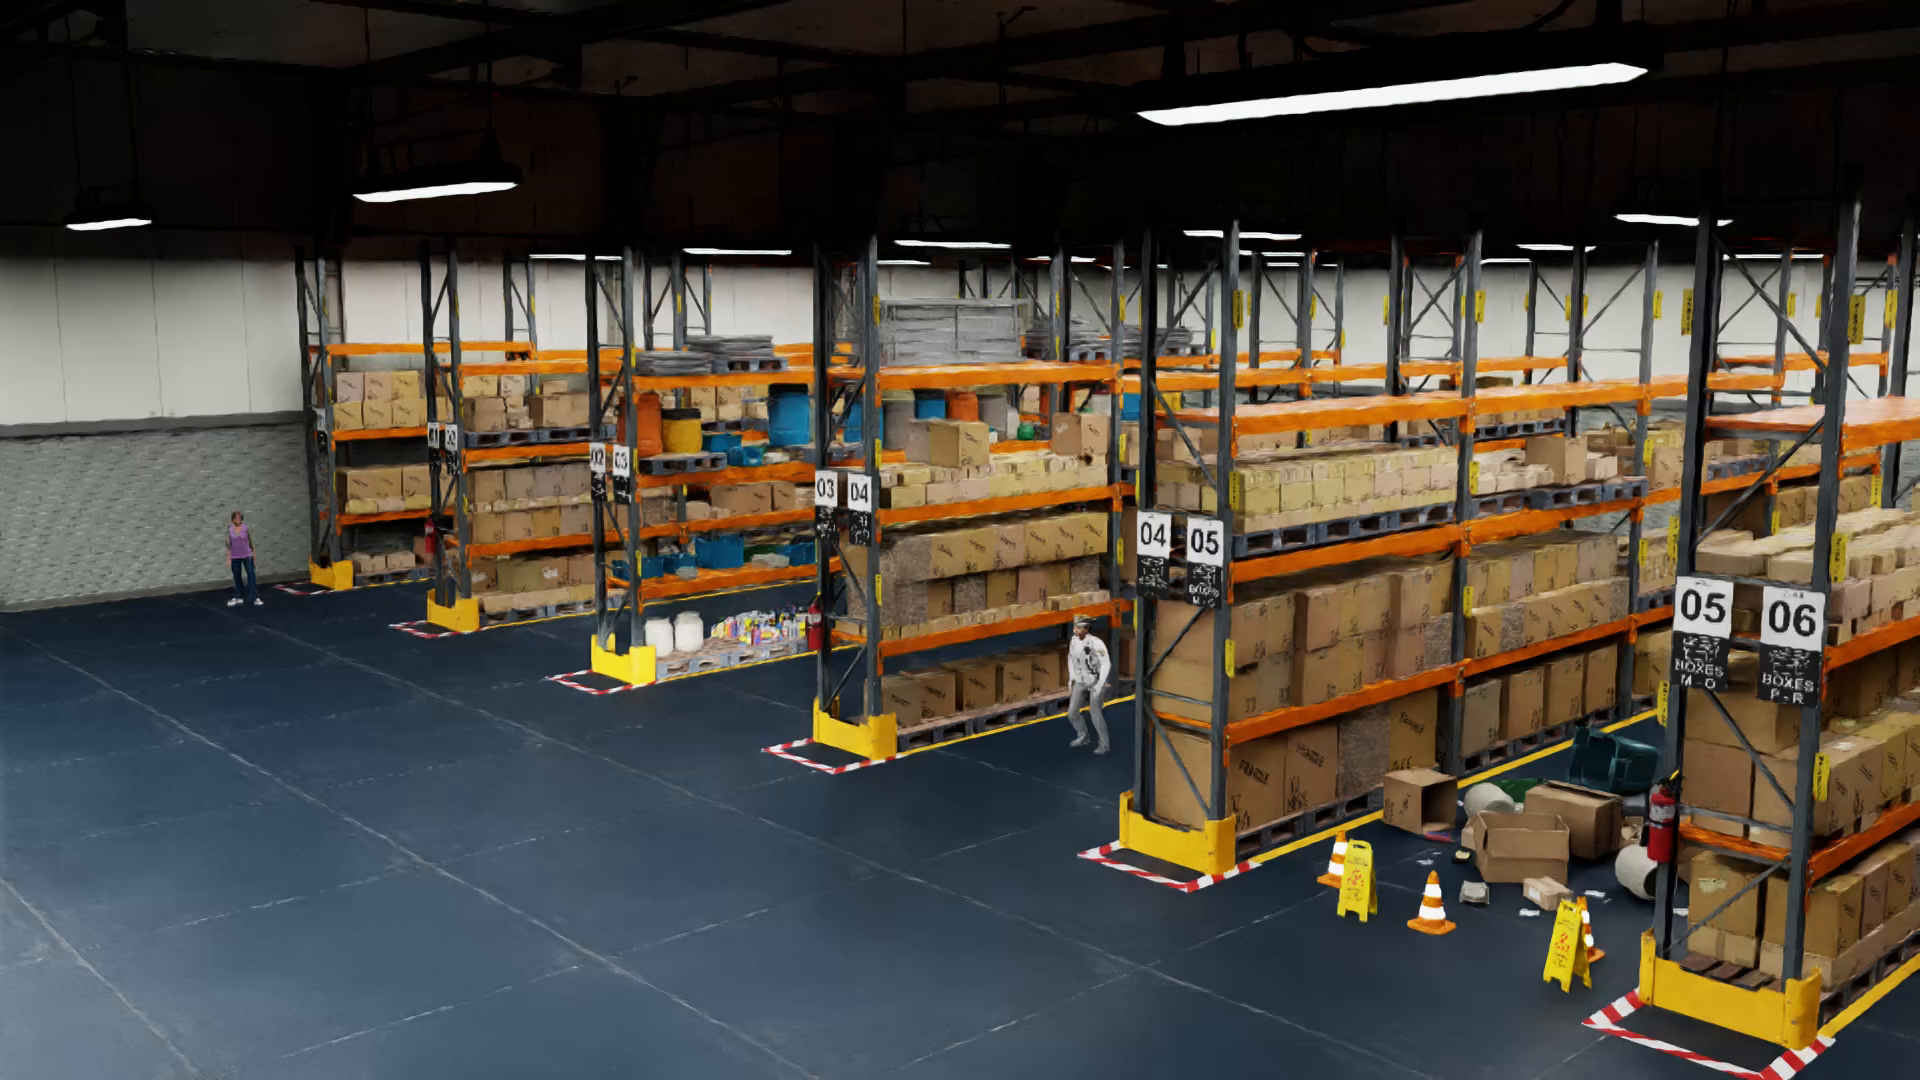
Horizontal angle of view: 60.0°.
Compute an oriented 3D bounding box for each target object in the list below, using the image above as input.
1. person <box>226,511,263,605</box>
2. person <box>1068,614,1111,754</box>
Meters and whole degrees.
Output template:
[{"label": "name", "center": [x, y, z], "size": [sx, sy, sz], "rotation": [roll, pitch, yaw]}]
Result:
[{"label": "person", "center": [-11.999, 0.294, 27.824], "size": [0.600, 1.594, 0.462], "rotation": [-2, 9, -15]}, {"label": "person", "center": [1.455, 1.615, 18.858], "size": [0.639, 1.632, 0.506], "rotation": [8, 12, 44]}]
